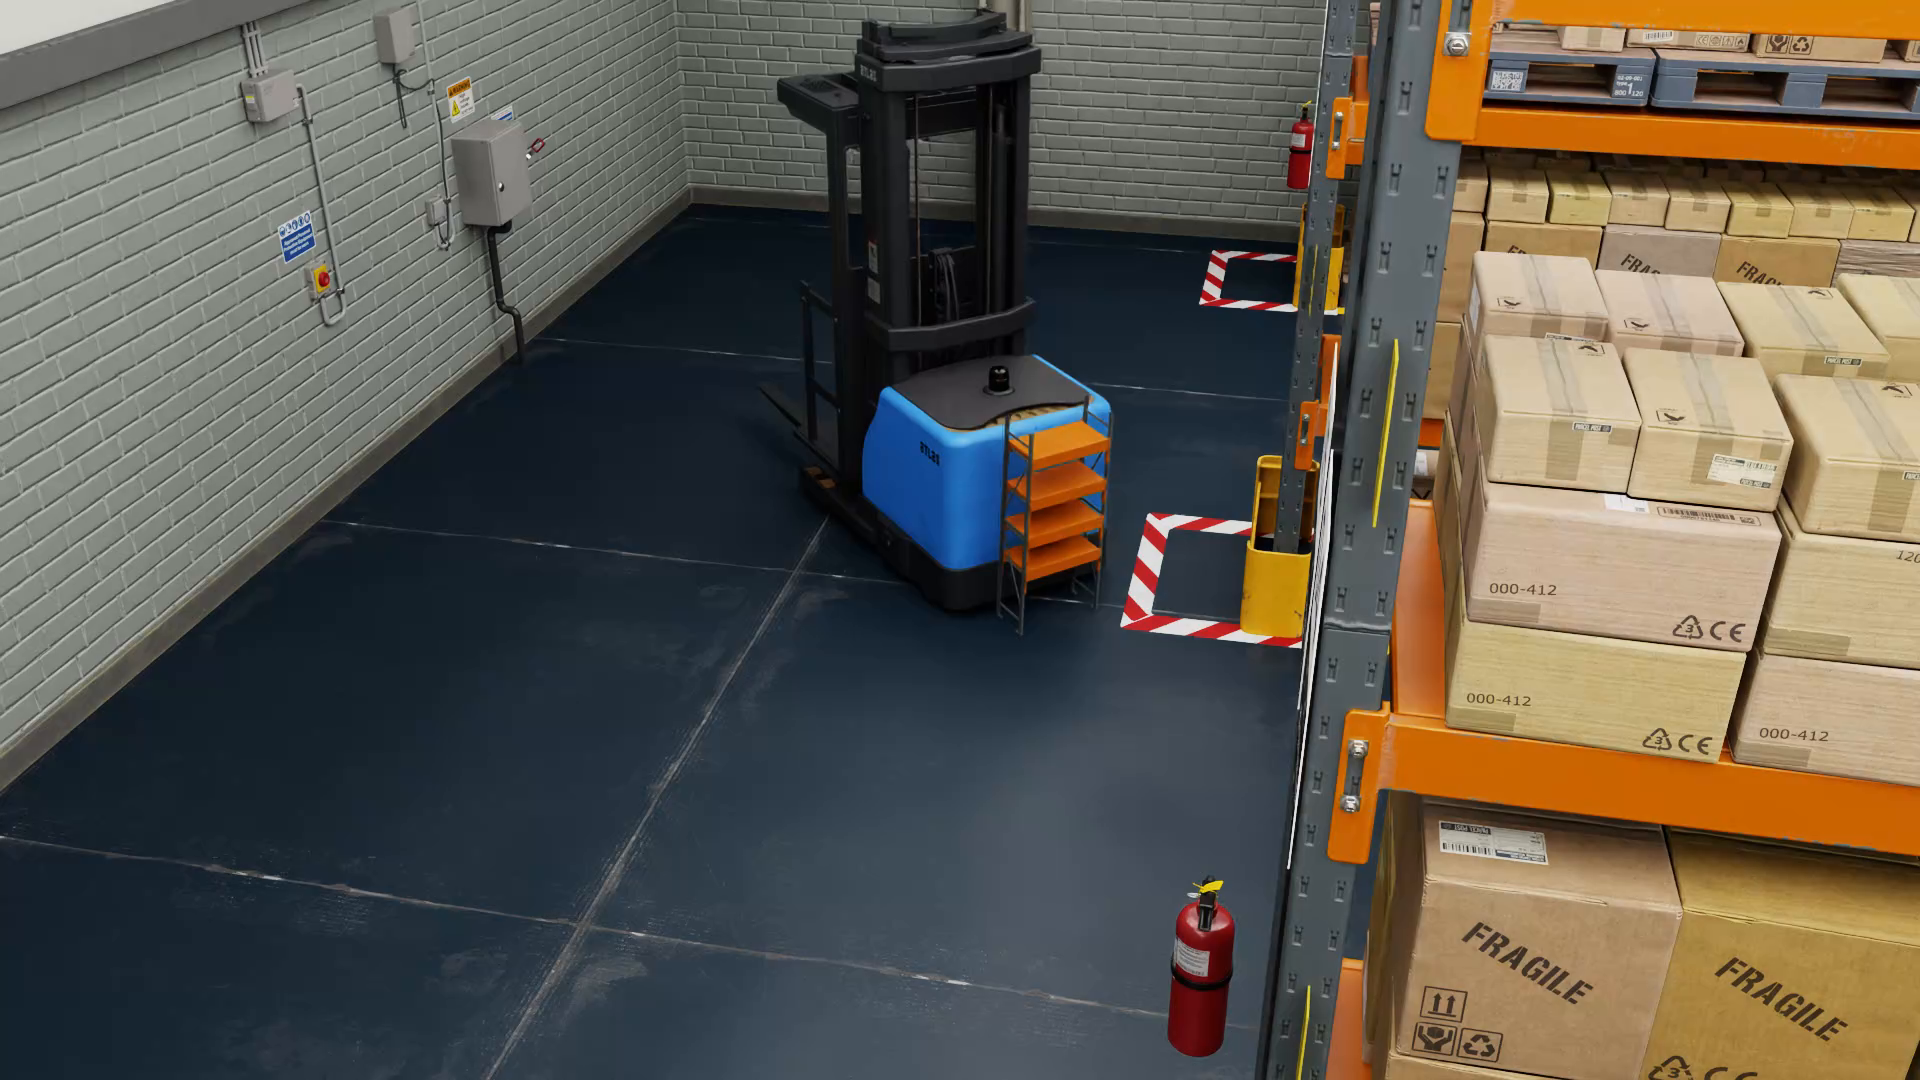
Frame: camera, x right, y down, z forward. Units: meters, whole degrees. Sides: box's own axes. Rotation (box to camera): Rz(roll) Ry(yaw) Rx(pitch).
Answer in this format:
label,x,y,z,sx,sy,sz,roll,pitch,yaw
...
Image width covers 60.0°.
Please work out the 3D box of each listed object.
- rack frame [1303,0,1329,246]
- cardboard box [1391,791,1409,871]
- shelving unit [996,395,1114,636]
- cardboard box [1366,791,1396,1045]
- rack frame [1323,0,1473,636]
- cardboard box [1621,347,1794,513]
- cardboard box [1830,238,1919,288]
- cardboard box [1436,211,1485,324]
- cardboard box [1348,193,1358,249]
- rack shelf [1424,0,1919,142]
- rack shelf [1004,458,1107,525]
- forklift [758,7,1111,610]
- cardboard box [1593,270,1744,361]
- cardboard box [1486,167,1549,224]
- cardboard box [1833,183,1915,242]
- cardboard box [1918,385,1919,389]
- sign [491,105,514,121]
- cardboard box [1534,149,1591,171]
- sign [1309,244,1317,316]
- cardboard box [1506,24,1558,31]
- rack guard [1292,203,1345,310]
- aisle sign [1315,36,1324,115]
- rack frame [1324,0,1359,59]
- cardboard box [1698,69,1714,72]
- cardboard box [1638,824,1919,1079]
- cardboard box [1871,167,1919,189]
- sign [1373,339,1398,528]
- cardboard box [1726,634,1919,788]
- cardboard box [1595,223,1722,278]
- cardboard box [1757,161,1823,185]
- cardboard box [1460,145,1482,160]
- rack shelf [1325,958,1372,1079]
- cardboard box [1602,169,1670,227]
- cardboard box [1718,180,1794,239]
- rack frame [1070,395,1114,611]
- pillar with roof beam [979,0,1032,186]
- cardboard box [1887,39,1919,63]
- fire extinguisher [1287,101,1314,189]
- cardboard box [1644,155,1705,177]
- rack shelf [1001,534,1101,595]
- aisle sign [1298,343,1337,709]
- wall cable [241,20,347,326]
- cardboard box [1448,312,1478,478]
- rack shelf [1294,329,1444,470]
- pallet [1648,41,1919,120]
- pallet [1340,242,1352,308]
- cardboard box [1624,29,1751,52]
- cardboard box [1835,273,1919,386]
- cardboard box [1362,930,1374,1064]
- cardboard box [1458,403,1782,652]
label,x,y,z,sx,sy,sz,roll,pitch,yaw
rack frame,2.831,-3.409,12.853,0.127,3.000,1.000,6,29,11
cardboard box,1.363,0.574,4.124,0.500,0.500,0.500,5,29,10
shelving unit,0.488,-0.121,8.707,0.503,1.200,0.258,-17,36,-27
cardboard box,1.356,1.007,4.373,0.500,0.500,0.500,6,29,12
rack frame,0.863,-1.374,2.889,0.127,3.000,1.000,6,29,11
cardboard box,1.378,-0.213,3.113,0.250,0.149,0.380,7,29,13
cardboard box,4.196,-1.178,7.632,0.500,0.500,0.500,6,29,11
cardboard box,2.208,-1.378,7.998,0.500,0.500,0.500,5,29,9
cardboard box,3.409,-2.392,13.158,0.637,0.503,0.797,5,29,9
rack shelf,2.819,-0.857,2.696,4.000,0.370,1.077,6,29,11
rack shelf,0.492,-0.255,8.626,0.480,0.148,0.258,-17,36,-27
forklift,-0.334,-1.588,9.598,1.130,2.935,3.031,-15,32,-25
cardboard box,1.475,-0.431,3.510,0.250,0.149,0.380,6,29,11
cardboard box,2.589,-1.606,7.739,0.250,0.149,0.380,7,29,12
cardboard box,4.105,-1.483,7.514,0.250,0.149,0.380,5,29,9
cardboard box,1.866,-0.127,2.955,0.250,0.149,0.380,6,29,11
sign,-3.239,-2.815,11.867,0.001,0.494,0.329,6,29,11
cardboard box,2.952,-1.857,8.198,0.250,0.149,0.380,7,29,12
sign,1.676,-1.232,7.893,0.005,0.325,0.100,6,29,11
cardboard box,2.684,-2.504,7.796,0.250,0.149,0.380,4,29,7
rack guard,2.905,-2.305,13.439,0.348,0.500,1.175,6,29,11
aisle sign,1.792,-2.371,8.249,0.004,0.787,0.394,6,29,11
rack frame,1.798,-3.709,7.154,0.127,3.000,1.000,6,29,11
cardboard box,5.342,-3.676,12.406,0.500,0.500,0.500,5,29,9
cardboard box,1.742,0.862,3.597,0.500,0.500,0.500,7,29,12
cardboard box,4.458,-1.715,7.938,0.250,0.149,0.380,5,29,9
sign,0.750,-0.187,2.934,0.005,0.325,0.100,6,29,11
cardboard box,1.763,0.227,3.244,0.500,0.250,0.500,7,29,12
cardboard box,3.220,-1.281,7.822,0.500,0.500,0.500,6,29,10
cardboard box,3.970,-1.758,8.017,0.250,0.149,0.380,6,29,11
cardboard box,2.444,-1.888,8.255,0.250,0.149,0.380,6,29,11
rack shelf,2.819,1.773,4.136,4.000,0.370,1.077,6,29,11
cardboard box,3.118,-1.587,7.704,0.250,0.149,0.380,6,29,11
cardboard box,3.595,-1.503,7.552,0.250,0.149,0.380,5,29,9
rack frame,0.695,-0.183,8.820,0.015,1.200,0.240,-17,36,-27
pillar with roof beam,-0.517,-4.712,8.987,0.400,9.000,9.100,6,29,11
cardboard box,4.384,-2.386,7.211,0.637,0.503,0.797,8,30,14
fire extinguisher,2.590,-3.009,12.592,0.183,0.674,0.296,6,29,11
cardboard box,3.450,-1.800,8.094,0.250,0.149,0.380,7,29,12
rack shelf,0.480,0.106,8.846,0.480,0.148,0.258,-17,36,-27
aisle sign,0.854,-0.031,3.976,0.004,0.787,0.394,6,29,11
wall cable,-3.721,-2.091,9.356,0.123,1.953,0.585,6,29,11
cardboard box,1.367,-0.285,3.659,0.500,0.250,0.500,5,29,9
rack shelf,3.754,-0.561,8.401,4.000,0.370,1.077,6,29,11
pallet,3.722,-2.163,7.547,1.213,0.211,1.003,6,29,11
pallet,3.685,-2.099,13.364,1.213,0.211,1.003,6,29,11
cardboard box,3.251,-2.409,7.454,0.500,0.311,0.500,6,29,11
cardboard box,2.002,-0.420,3.490,0.250,0.149,0.380,6,29,11
cardboard box,1.241,1.268,4.573,0.250,0.149,0.380,6,29,11
cardboard box,1.248,-0.045,3.220,0.500,0.250,0.500,6,29,11
